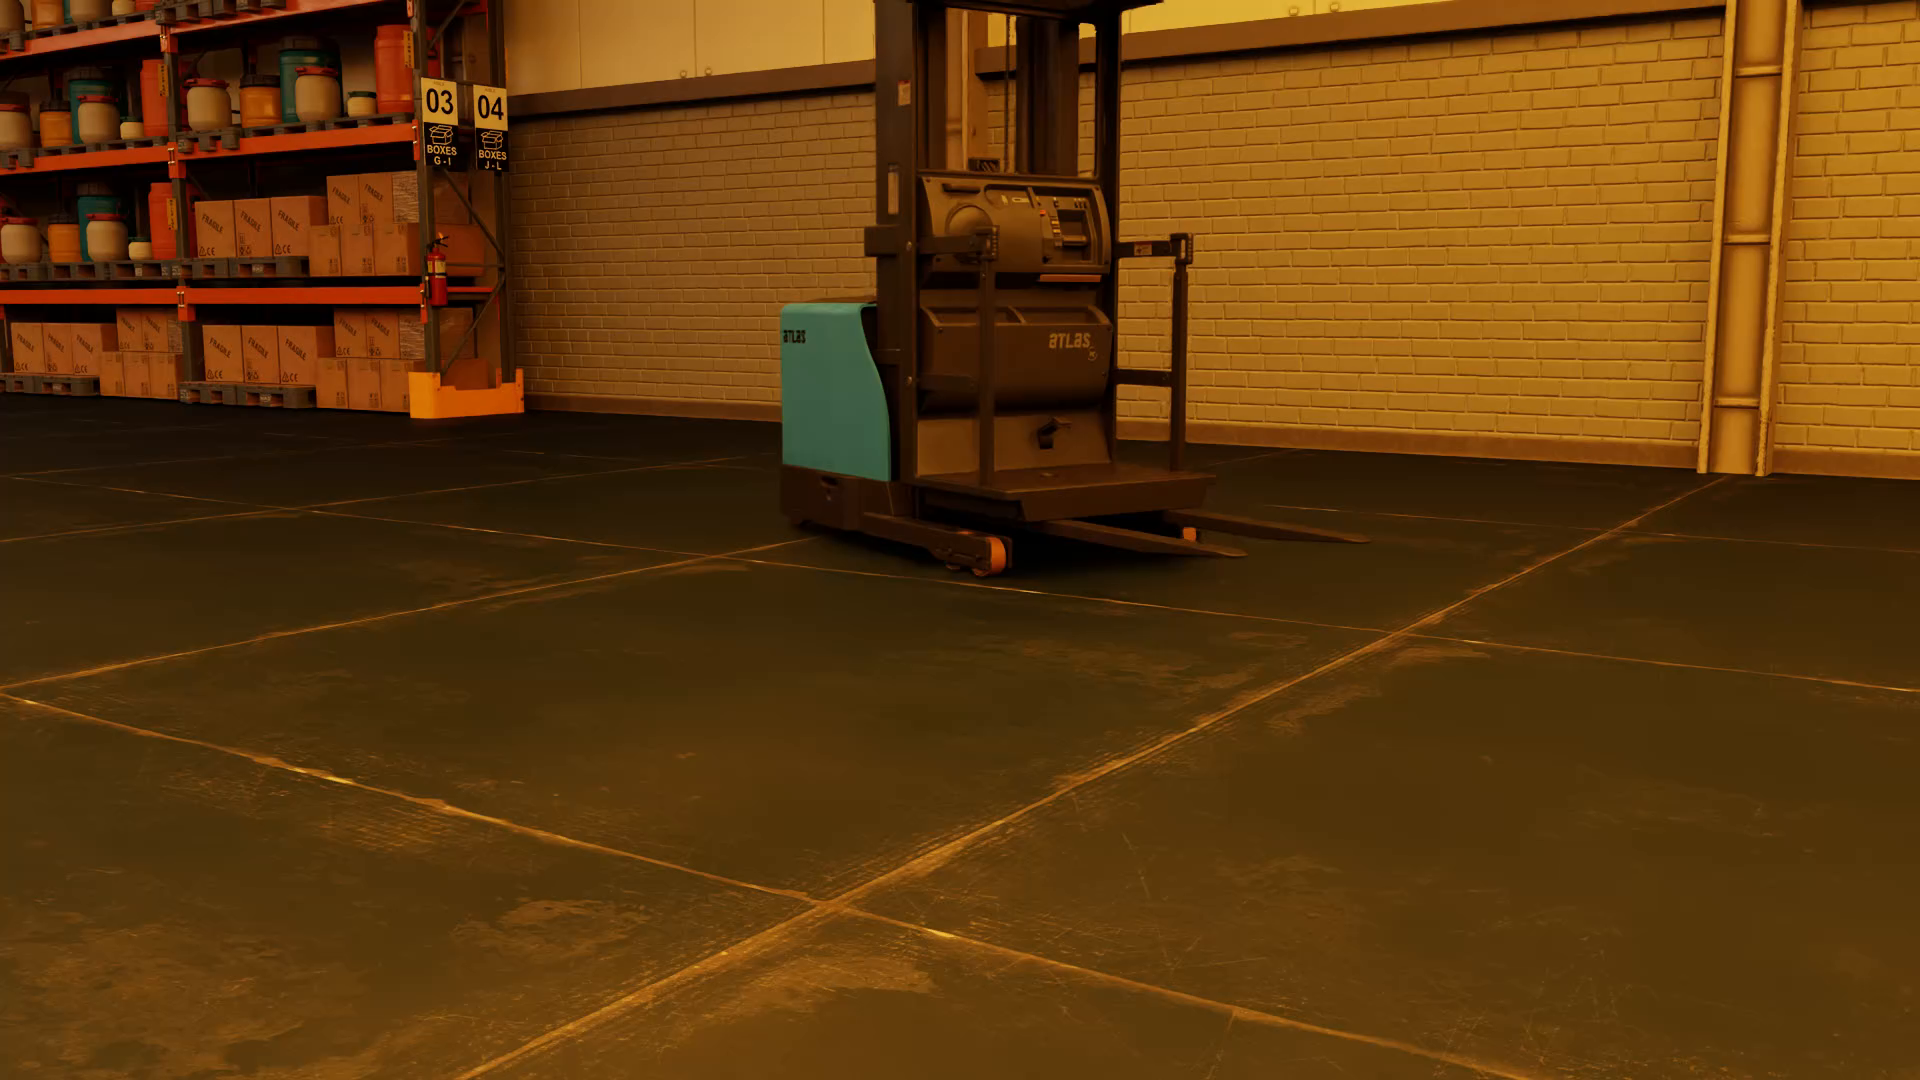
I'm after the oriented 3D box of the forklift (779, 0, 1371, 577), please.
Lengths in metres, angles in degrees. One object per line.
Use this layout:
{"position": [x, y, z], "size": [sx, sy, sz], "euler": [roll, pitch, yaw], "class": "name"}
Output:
{"position": [0.367, -1.379, 6.890], "size": [1.130, 2.935, 3.031], "euler": [-5, 10, -33], "class": "forklift"}
